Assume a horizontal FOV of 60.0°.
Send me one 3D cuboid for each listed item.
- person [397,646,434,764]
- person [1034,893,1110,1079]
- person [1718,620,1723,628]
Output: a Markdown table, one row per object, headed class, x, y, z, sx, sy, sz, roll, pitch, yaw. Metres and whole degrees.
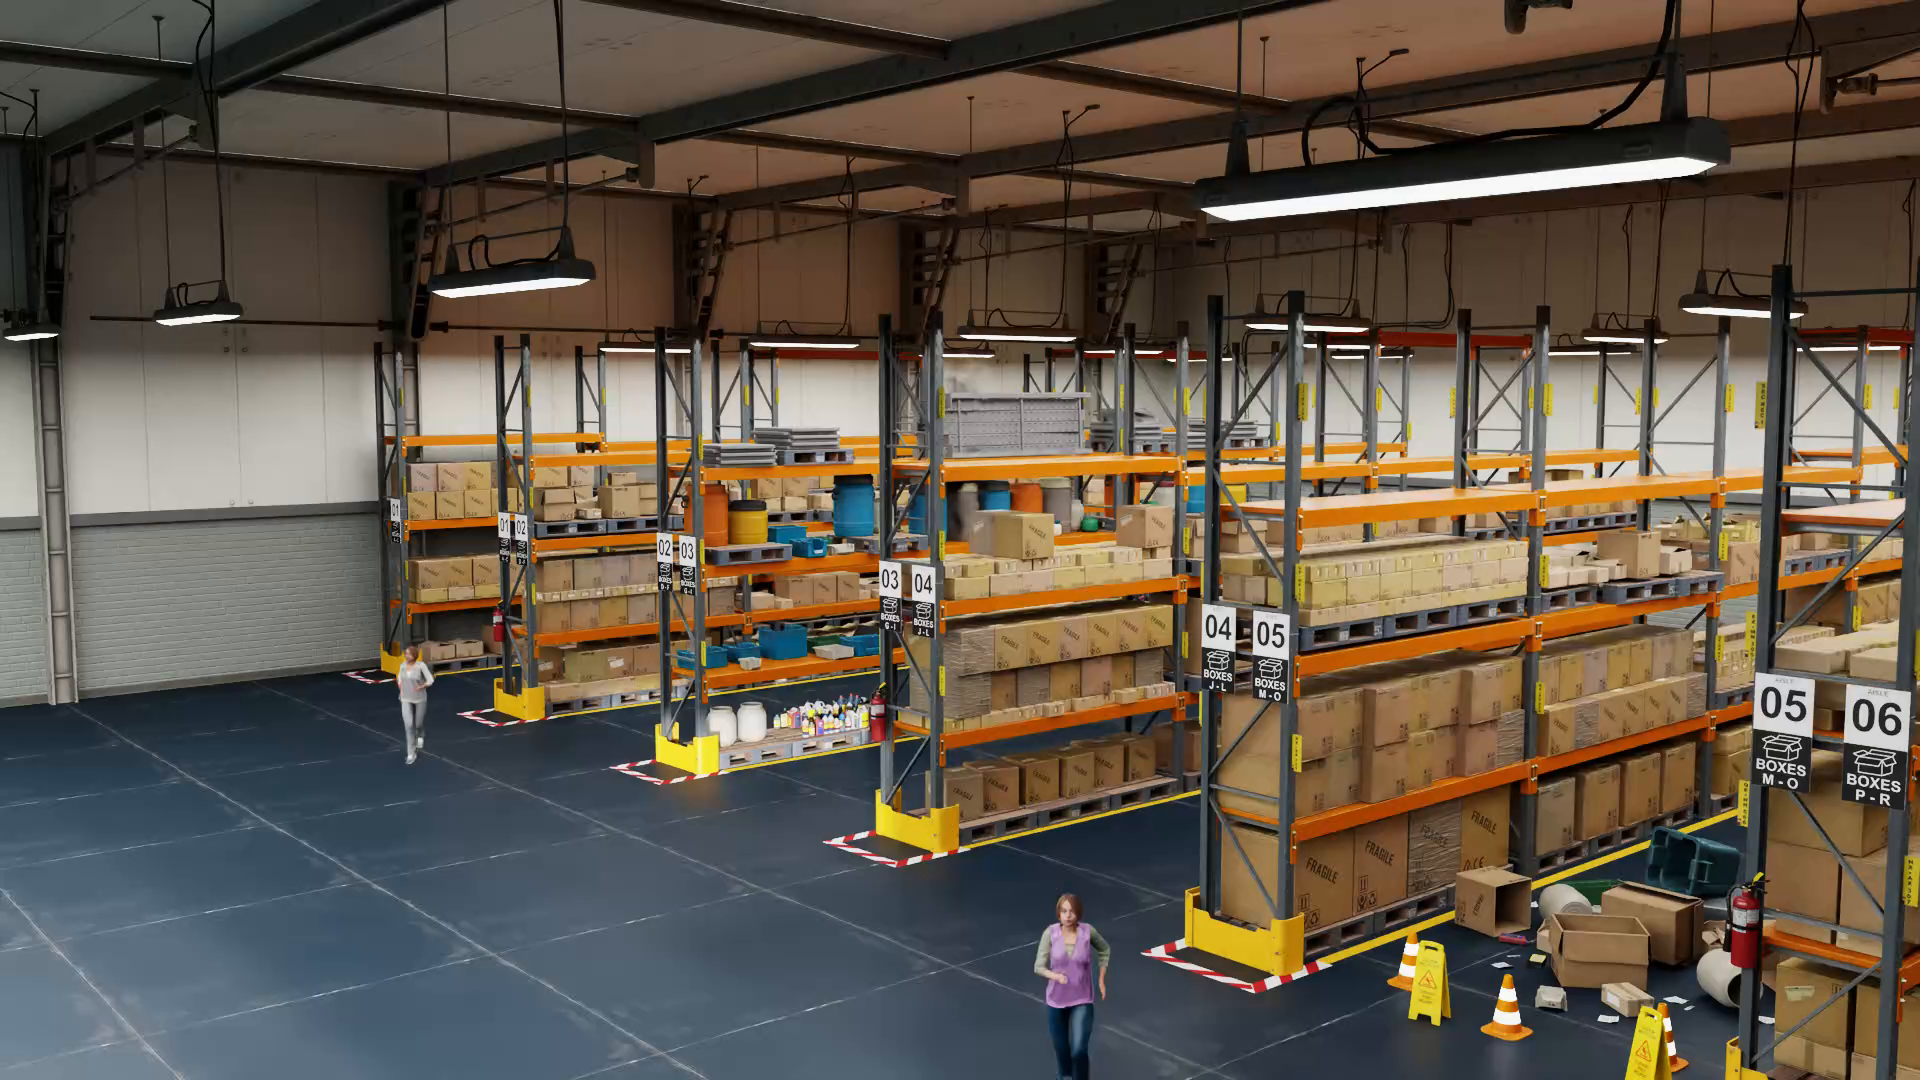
| class | x | y | z | sx | sy | sz | roll | pitch | yaw |
| --- | --- | --- | --- | --- | --- | --- | --- | --- | --- |
| person | -7.604 | 2.274 | 23.213 | 0.528 | 1.582 | 0.802 | -1 | 5 | -6 |
| person | 0.785 | 3.300 | 11.763 | 0.507 | 1.634 | 0.693 | 1 | 5 | 11 |
| person | 11.298 | 2.054 | 24.796 | 0.893 | 1.751 | 0.646 | -3 | 6 | -33 |
